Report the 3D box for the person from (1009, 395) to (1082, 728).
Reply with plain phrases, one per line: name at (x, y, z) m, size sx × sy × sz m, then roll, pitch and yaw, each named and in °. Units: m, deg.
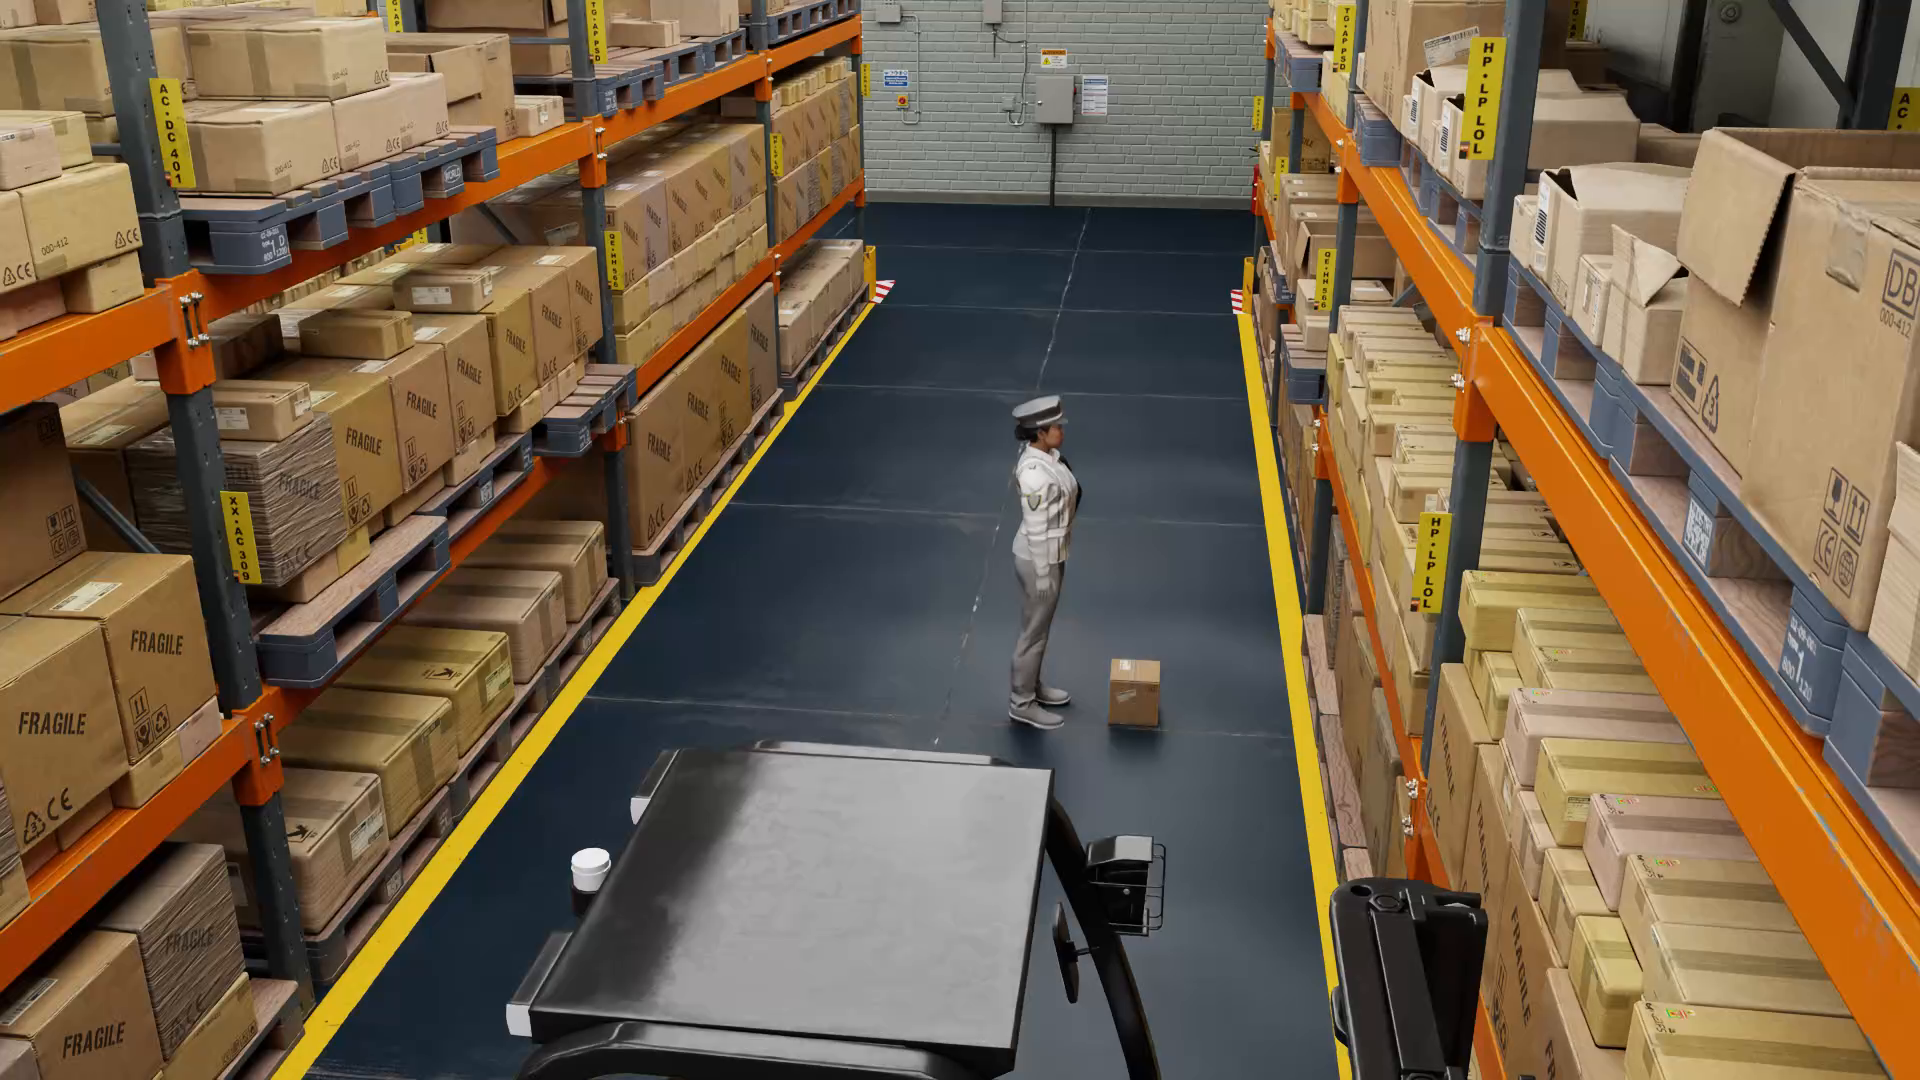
person at (0.421, 0.100, 8.322) m, size 0.344 × 1.691 × 0.467 m, roll 3°, pitch 22°, yaw 8°
